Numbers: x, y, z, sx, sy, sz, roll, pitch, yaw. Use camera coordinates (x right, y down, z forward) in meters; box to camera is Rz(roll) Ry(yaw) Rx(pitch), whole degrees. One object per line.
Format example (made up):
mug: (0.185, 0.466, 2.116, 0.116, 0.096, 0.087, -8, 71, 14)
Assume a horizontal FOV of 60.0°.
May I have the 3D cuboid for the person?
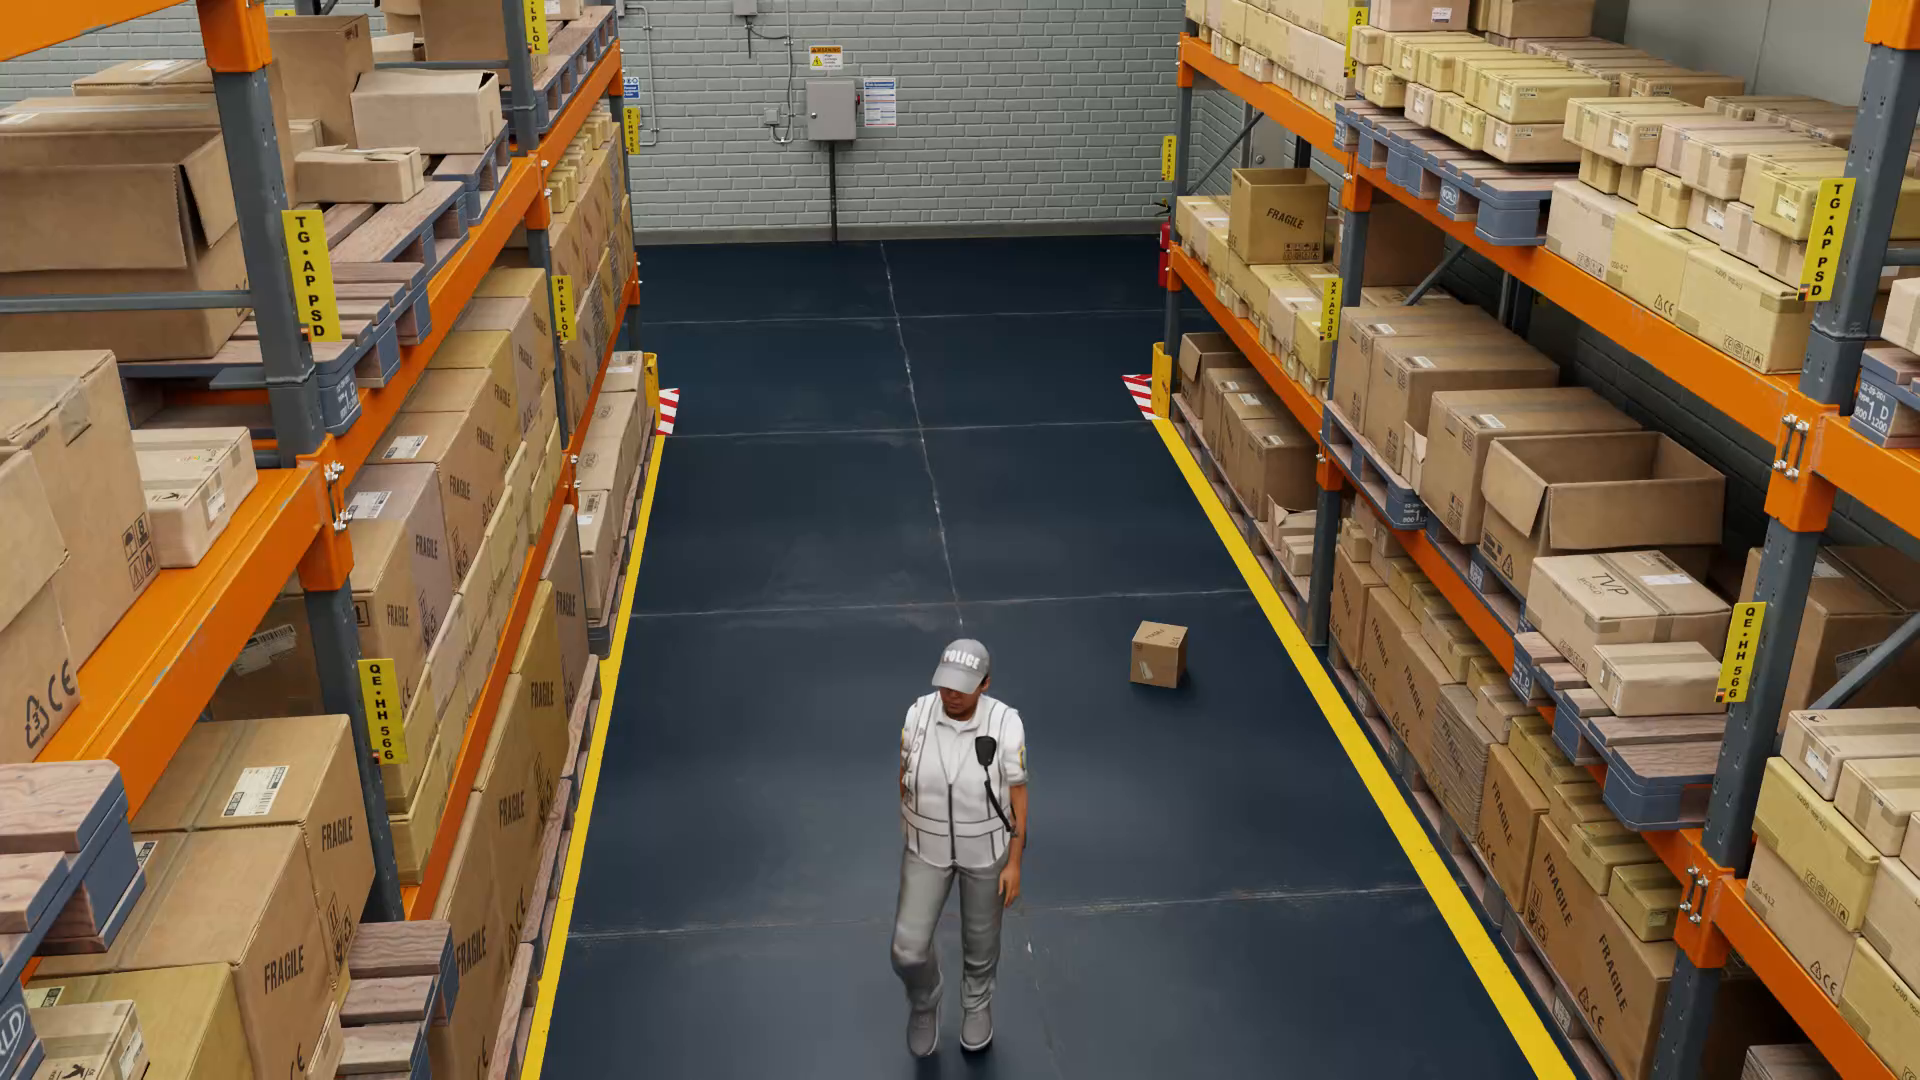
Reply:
person: (0.000, 1.154, 5.990, 0.478, 1.703, 0.471, 3, 24, 7)
